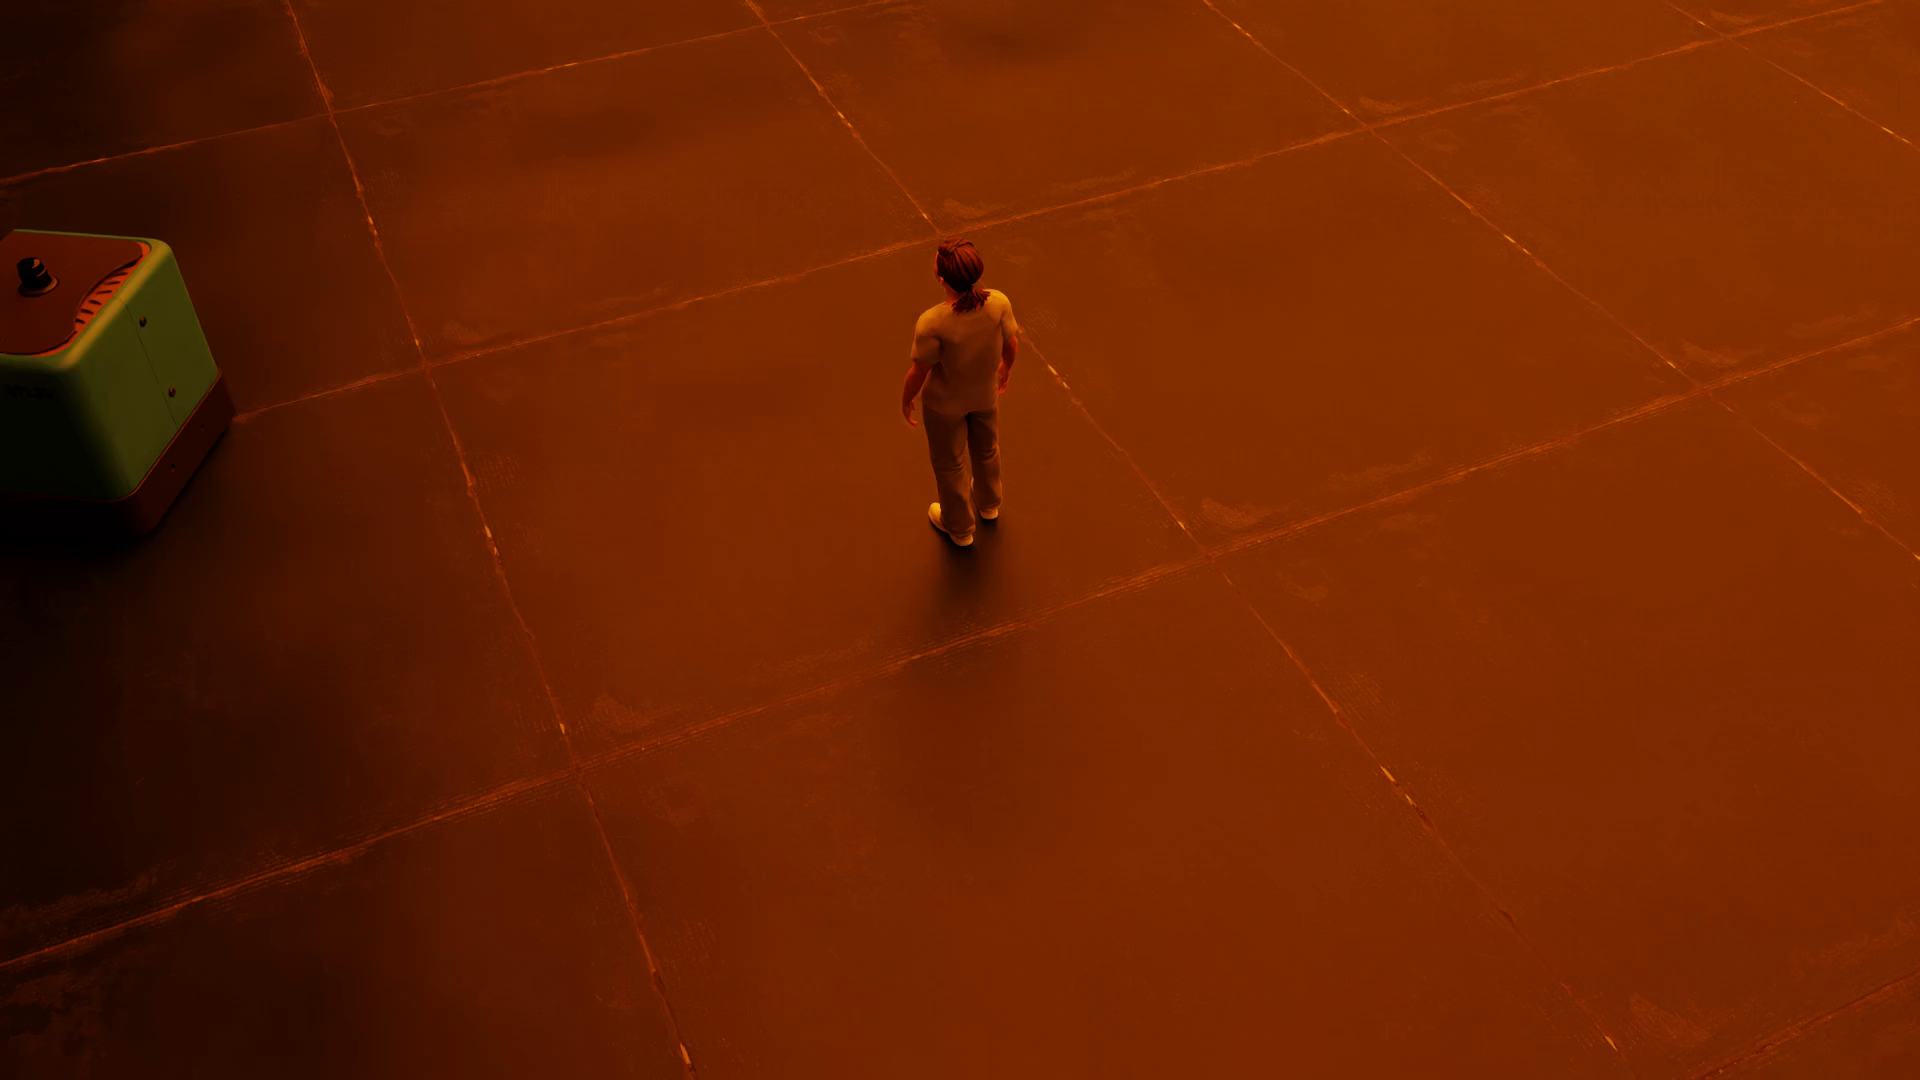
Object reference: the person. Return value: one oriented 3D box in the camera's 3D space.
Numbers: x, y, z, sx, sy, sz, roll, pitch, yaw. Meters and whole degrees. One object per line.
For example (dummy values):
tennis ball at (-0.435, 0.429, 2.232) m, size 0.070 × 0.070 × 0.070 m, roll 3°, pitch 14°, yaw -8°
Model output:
person at (-0.018, -0.667, 7.305) m, size 0.549 × 1.675 × 0.549 m, roll -18°, pitch 46°, yaw -18°

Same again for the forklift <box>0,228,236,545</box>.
forklift at (-5.220, -1.490, 7.277) m, size 3.031 × 2.935 × 1.130 m, roll 5°, pitch 43°, yaw 5°
